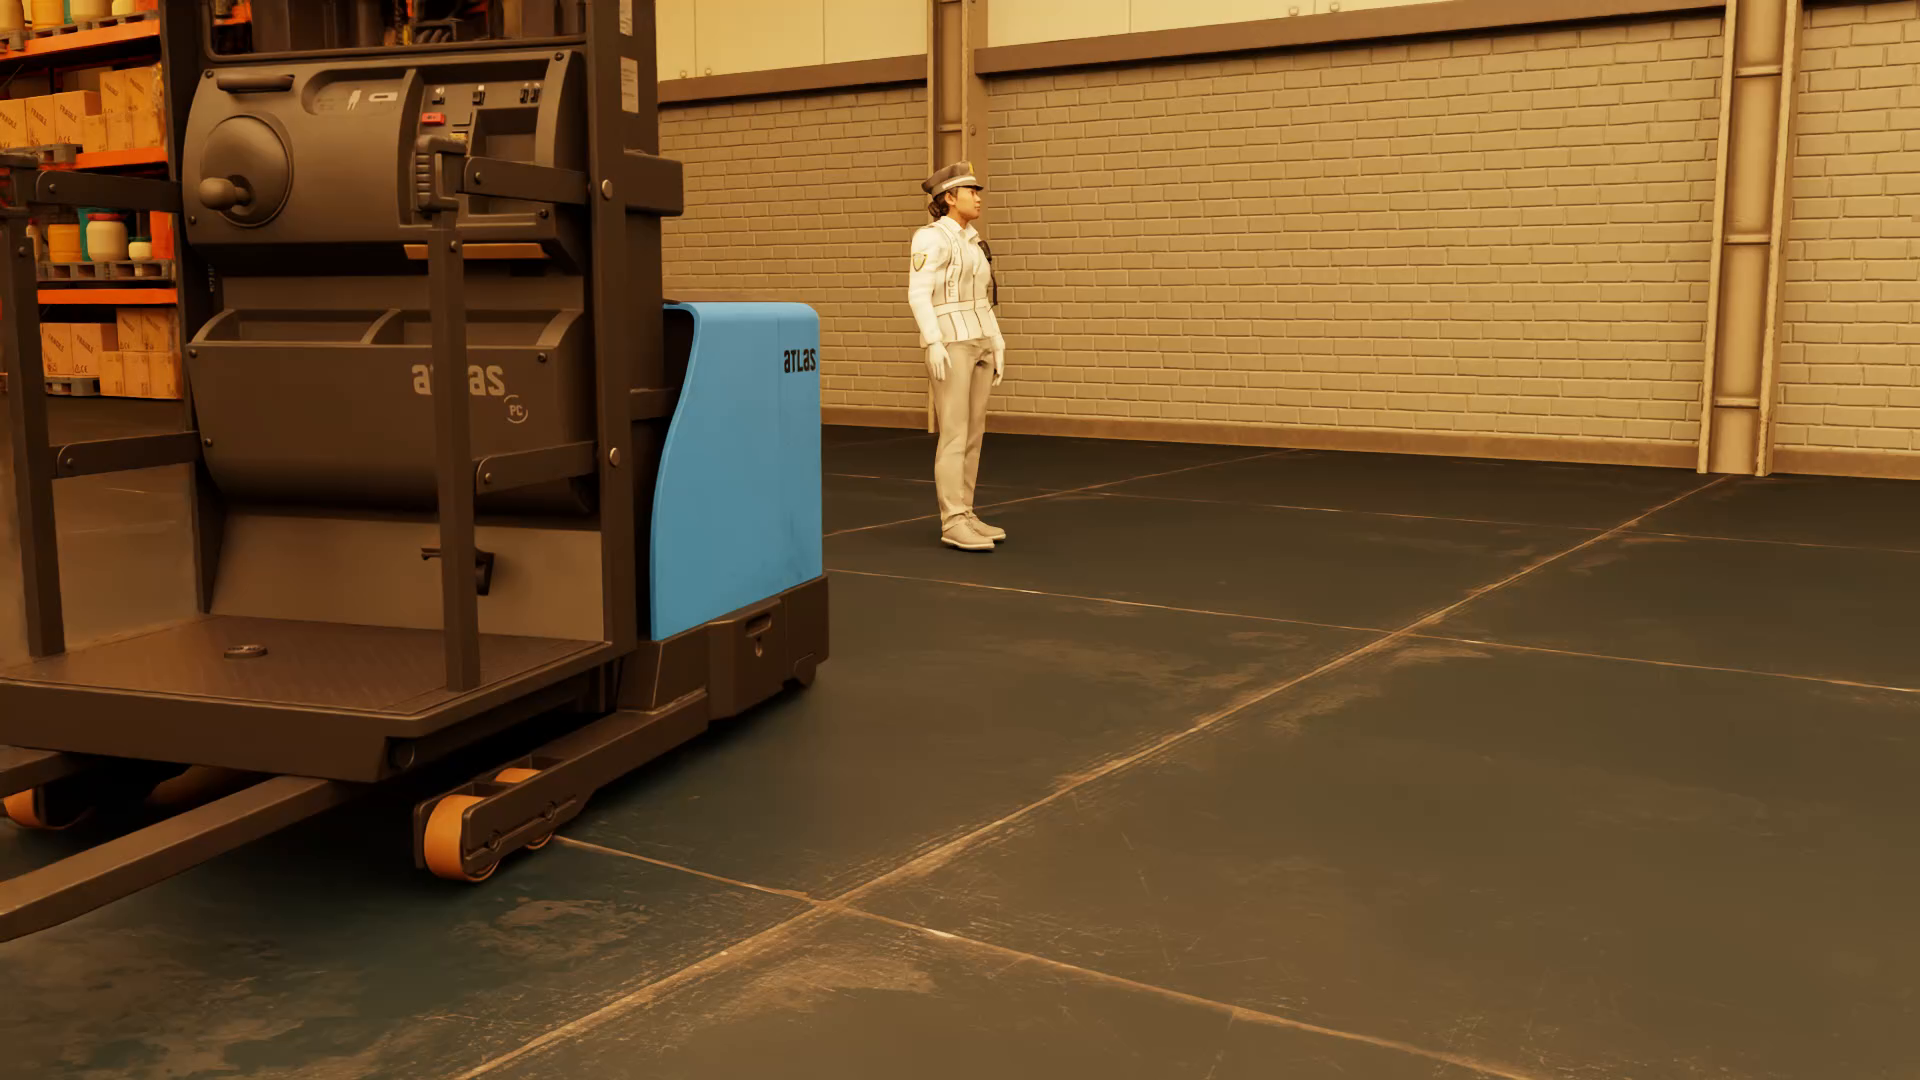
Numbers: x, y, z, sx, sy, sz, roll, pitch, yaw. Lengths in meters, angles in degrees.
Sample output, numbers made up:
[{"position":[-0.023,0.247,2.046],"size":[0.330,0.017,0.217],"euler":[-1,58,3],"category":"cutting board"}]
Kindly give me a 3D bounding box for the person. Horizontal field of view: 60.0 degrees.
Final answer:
[{"position":[0.053,-0.840,7.439],"size":[0.530,1.694,0.586],"euler":[5,10,34],"category":"person"}]

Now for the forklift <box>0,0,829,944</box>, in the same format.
[{"position":[-1.312,-0.874,3.337],"size":[1.130,2.935,3.031],"euler":[3,9,18],"category":"forklift"}]
